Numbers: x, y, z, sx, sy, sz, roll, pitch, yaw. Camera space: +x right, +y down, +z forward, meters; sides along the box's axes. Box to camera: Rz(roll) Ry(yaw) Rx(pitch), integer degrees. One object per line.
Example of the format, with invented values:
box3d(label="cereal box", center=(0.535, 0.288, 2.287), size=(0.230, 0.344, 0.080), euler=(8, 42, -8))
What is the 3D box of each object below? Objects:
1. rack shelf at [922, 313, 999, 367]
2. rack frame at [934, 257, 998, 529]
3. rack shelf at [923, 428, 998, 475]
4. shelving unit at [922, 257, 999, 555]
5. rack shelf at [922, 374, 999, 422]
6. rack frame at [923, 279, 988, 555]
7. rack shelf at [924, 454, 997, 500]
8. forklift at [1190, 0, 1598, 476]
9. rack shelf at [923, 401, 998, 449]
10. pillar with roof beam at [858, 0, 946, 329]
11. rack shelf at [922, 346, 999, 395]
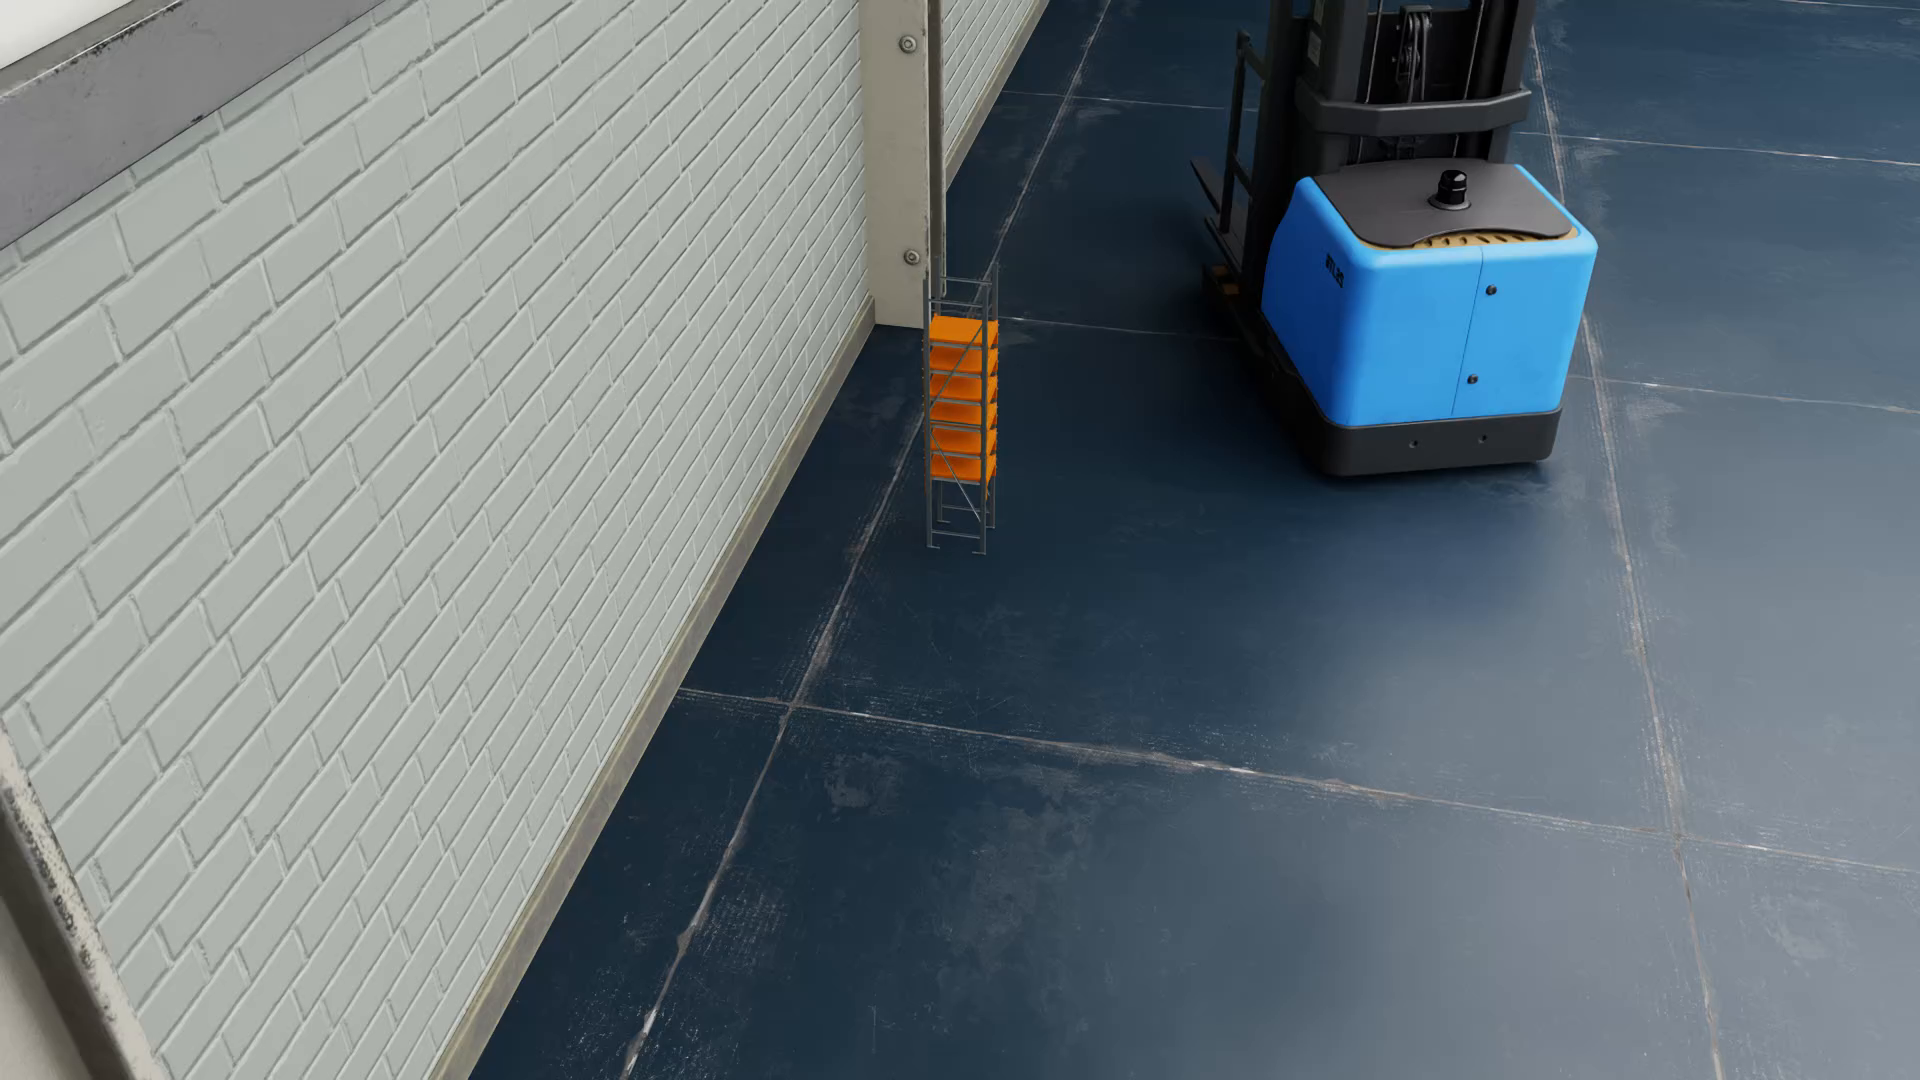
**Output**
box3d(label="rack shelf", center=(0.003, -0.750, 6.224), size=(0.258, 0.103, 0.180), euler=(7, 37, 10))
box3d(label="rack frame", center=(0.023, -0.547, 6.482), size=(0.240, 1.200, 0.006), euler=(7, 37, 10))
box3d(label="rack shelf", center=(0.003, -0.361, 6.506), size=(0.258, 0.103, 0.180), euler=(7, 37, 10))
box3d(label="shelving unit", center=(0.003, -0.494, 6.409), size=(0.258, 1.200, 0.189), euler=(7, 37, 10))
box3d(label="rack shelf", center=(0.003, -0.555, 6.365), size=(0.258, 0.103, 0.180), euler=(7, 37, 10))
box3d(label="rack frame", center=(-0.016, -0.442, 6.337), size=(0.240, 1.200, 0.006), euler=(7, 37, 10))
box3d(label="rack shelf", center=(0.003, -0.264, 6.576), size=(0.258, 0.103, 0.180), euler=(7, 37, 10))
box3d(label="forklift", center=(1.837, -2.311, 7.441), size=(1.130, 2.935, 3.031), euler=(-5, 36, -6))
box3d(label="rack shelf", center=(0.003, -0.458, 6.435), size=(0.258, 0.103, 0.180), euler=(7, 37, 10))
box3d(label="pillar with roof beam", center=(3.944, -4.275, 4.980), size=(9.100, 9.000, 0.400), euler=(7, 37, 10))
box3d(label="rack shelf", center=(0.003, -0.652, 6.295), size=(0.258, 0.103, 0.180), euler=(7, 37, 10))
